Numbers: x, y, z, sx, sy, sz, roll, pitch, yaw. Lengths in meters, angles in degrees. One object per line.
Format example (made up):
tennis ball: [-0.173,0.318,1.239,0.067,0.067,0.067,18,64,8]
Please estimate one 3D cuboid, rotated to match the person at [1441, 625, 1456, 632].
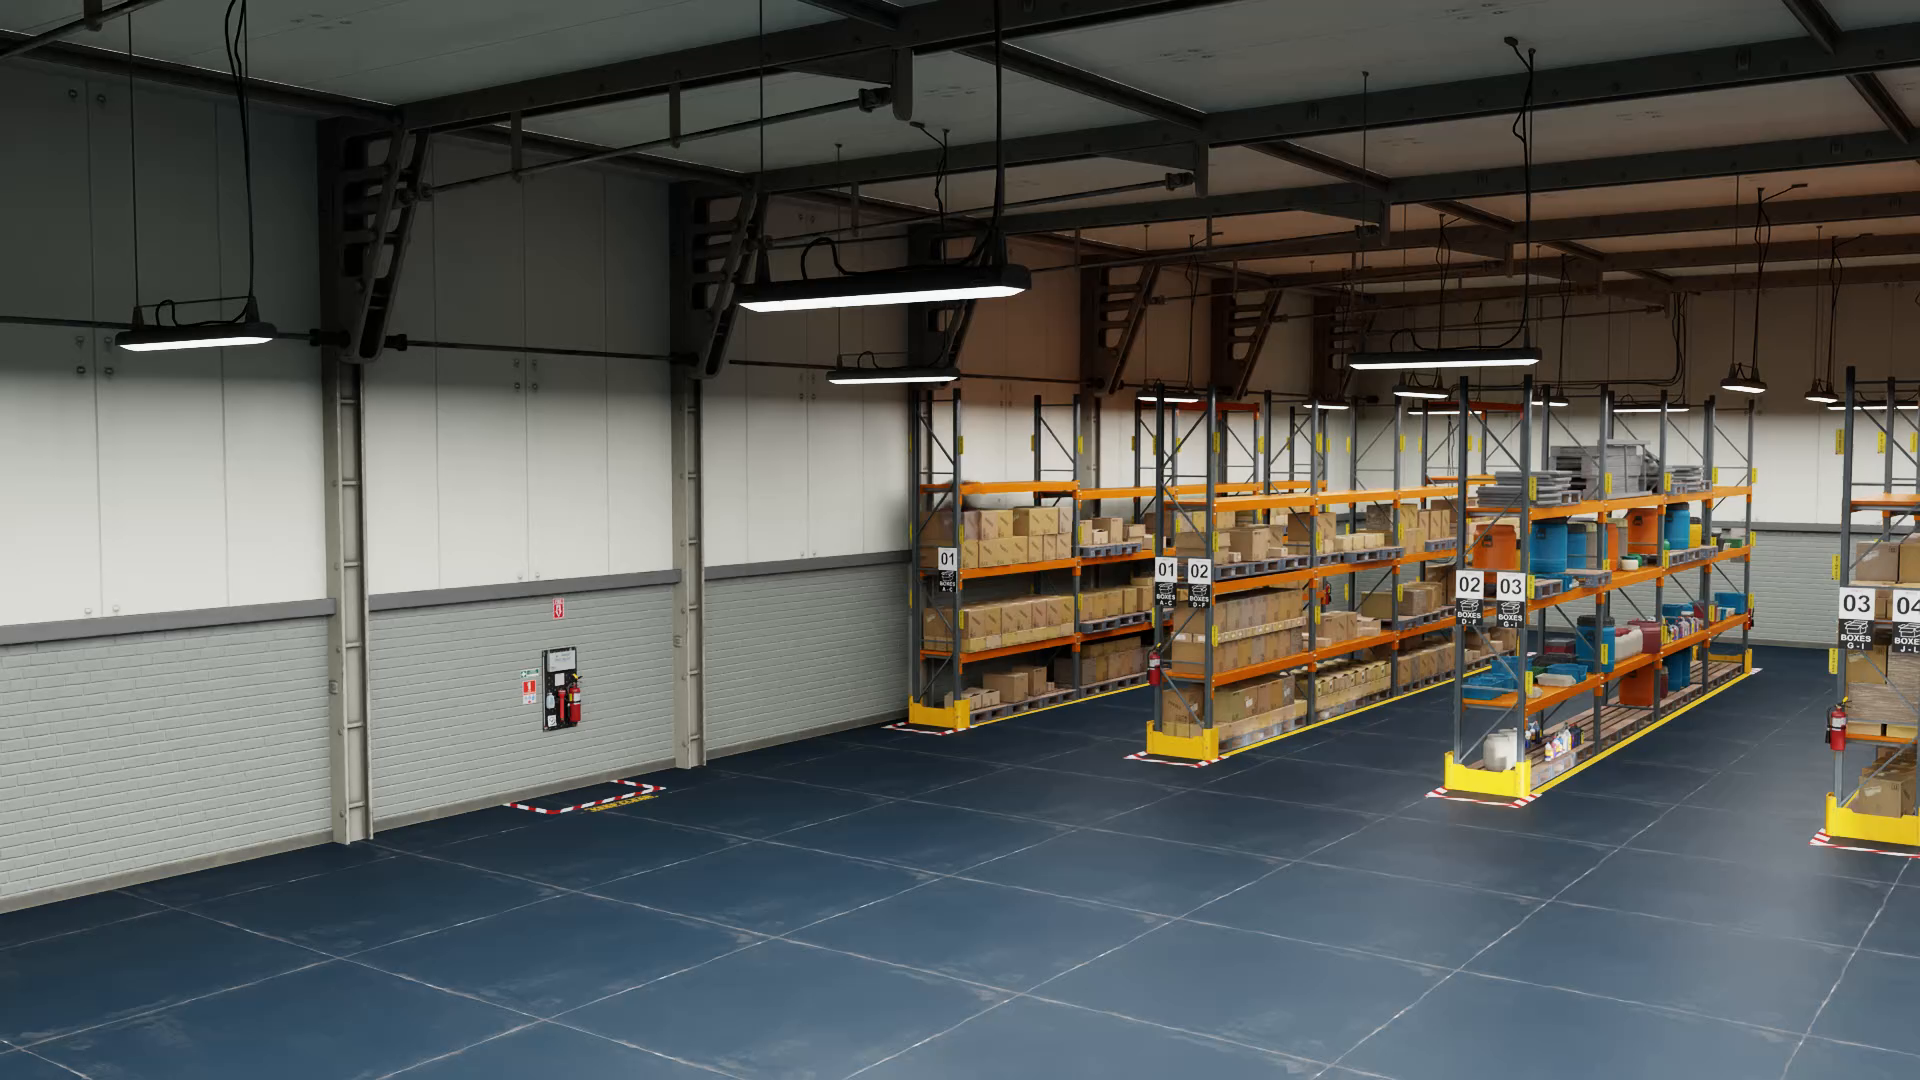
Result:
person: [12.992,1.637,43.946,0.549,1.693,0.733,-1,3,-16]
